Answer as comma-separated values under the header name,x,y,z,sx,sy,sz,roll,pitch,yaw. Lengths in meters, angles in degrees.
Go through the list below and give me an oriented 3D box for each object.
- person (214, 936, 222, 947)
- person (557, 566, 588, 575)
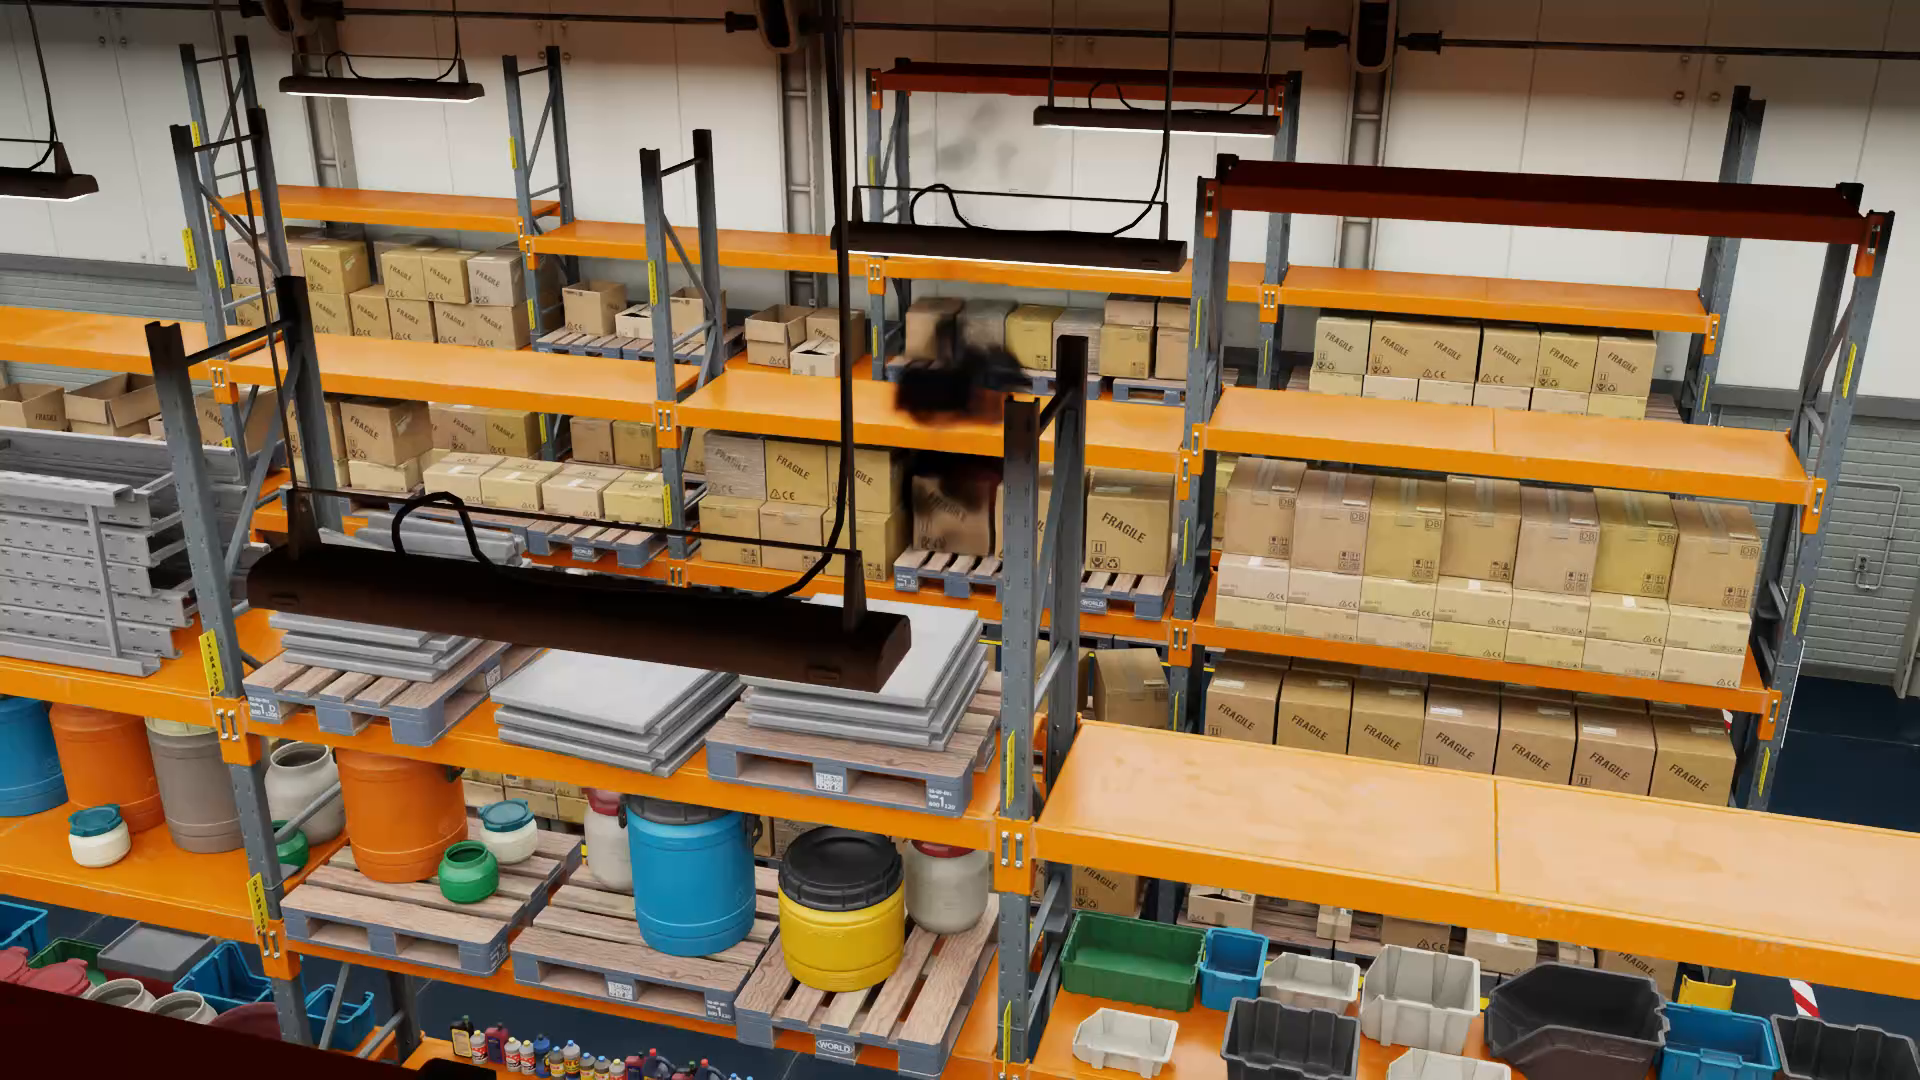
name,x,y,z,sx,sy,sz,roll,pitch,yaw
person,-5.370,2.906,11.765,0.924,1.643,0.412,5,23,11
person,-3.942,0.697,16.929,0.453,1.537,0.608,1,23,2
